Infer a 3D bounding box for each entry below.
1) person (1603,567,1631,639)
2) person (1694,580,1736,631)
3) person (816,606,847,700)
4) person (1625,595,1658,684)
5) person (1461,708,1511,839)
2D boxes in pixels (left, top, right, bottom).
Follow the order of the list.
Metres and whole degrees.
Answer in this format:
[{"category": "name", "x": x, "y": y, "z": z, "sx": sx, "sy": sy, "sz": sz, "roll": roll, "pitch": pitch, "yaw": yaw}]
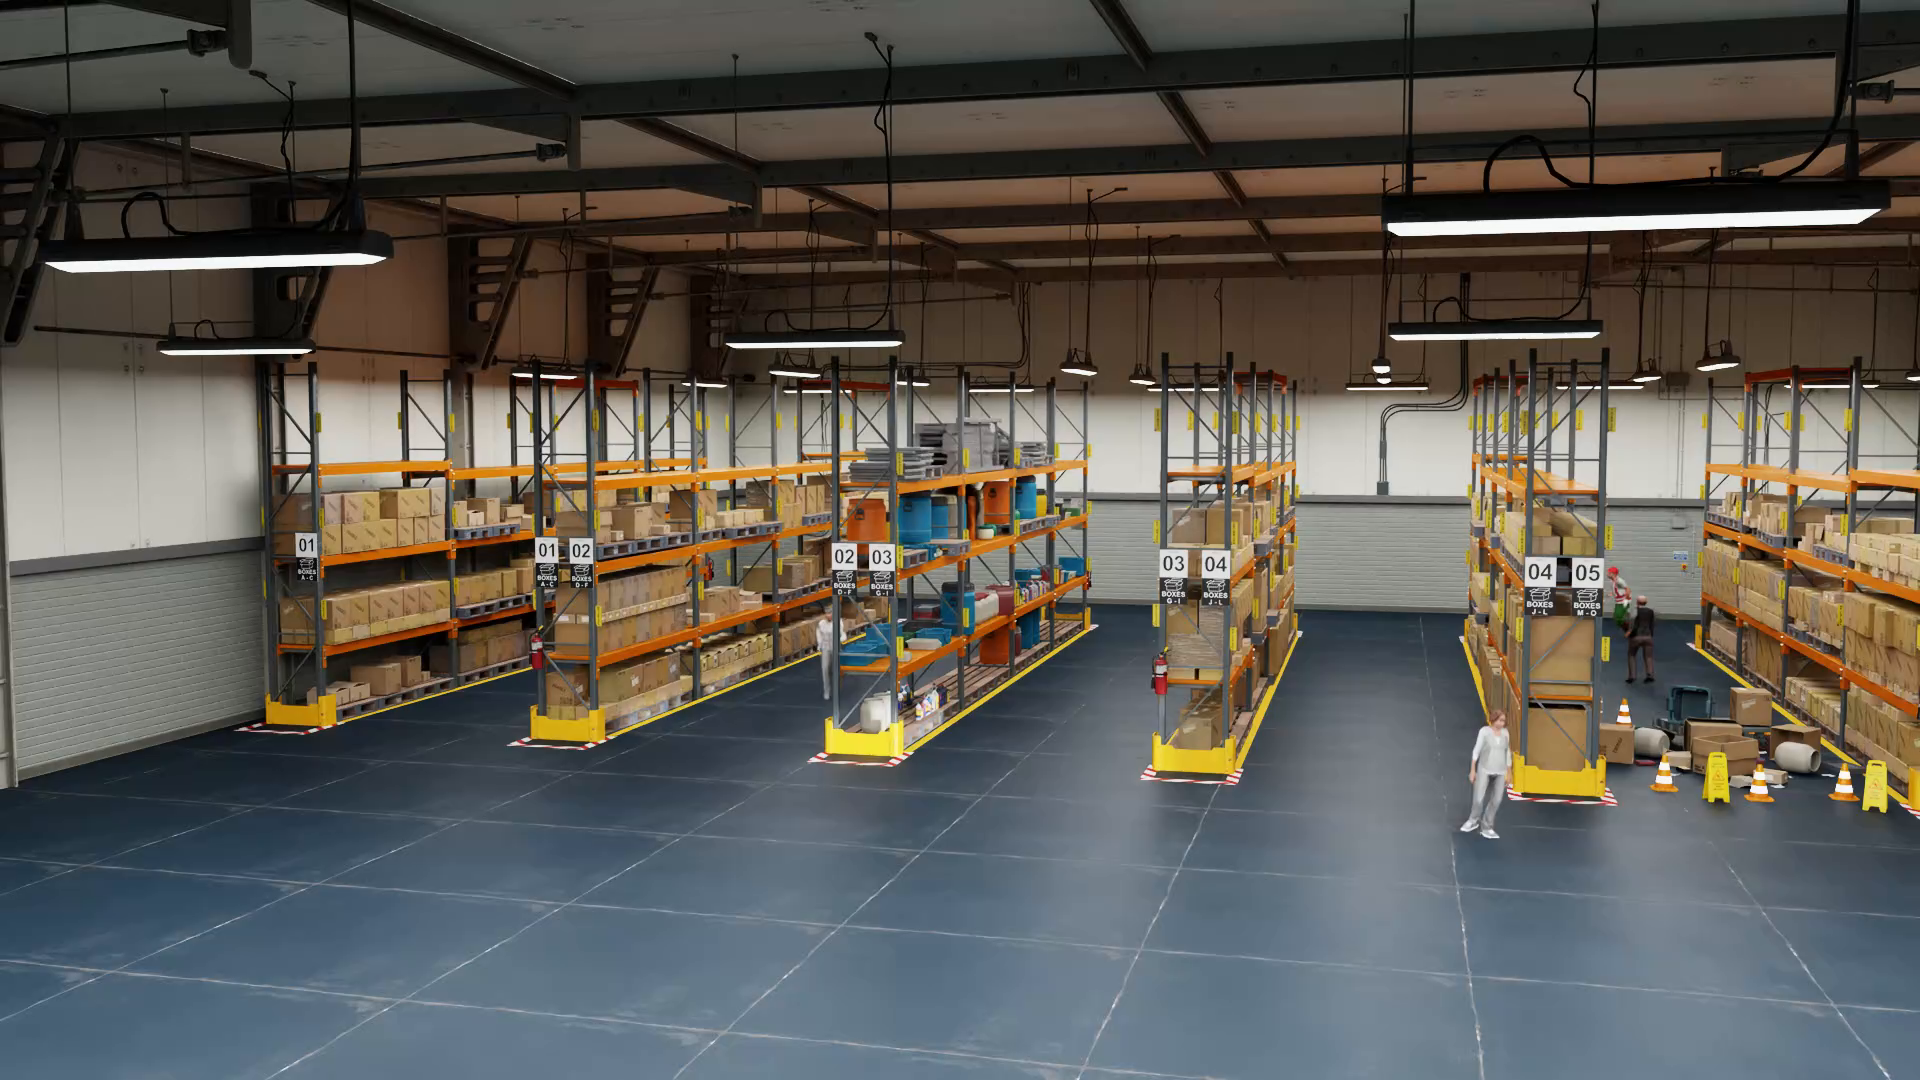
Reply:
[{"category": "person", "x": 15.286, "y": 1.463, "z": 38.542, "sx": 0.772, "sy": 1.672, "sz": 0.679, "roll": 0, "pitch": 4, "yaw": 4}, {"category": "person", "x": 18.023, "y": 1.297, "z": 39.548, "sx": 1.067, "sy": 1.768, "sz": 0.704, "roll": 0, "pitch": 4, "yaw": -3}, {"category": "person", "x": -2.359, "y": 2.033, "z": 30.456, "sx": 0.590, "sy": 1.698, "sz": 0.877, "roll": 0, "pitch": 4, "yaw": 4}, {"category": "person", "x": 13.011, "y": 1.925, "z": 31.698, "sx": 0.653, "sy": 1.715, "sz": 0.966, "roll": 0, "pitch": 4, "yaw": 4}, {"category": "person", "x": 6.351, "y": 2.859, "z": 20.049, "sx": 0.541, "sy": 1.470, "sz": 0.433, "roll": 0, "pitch": 4, "yaw": -5}]
